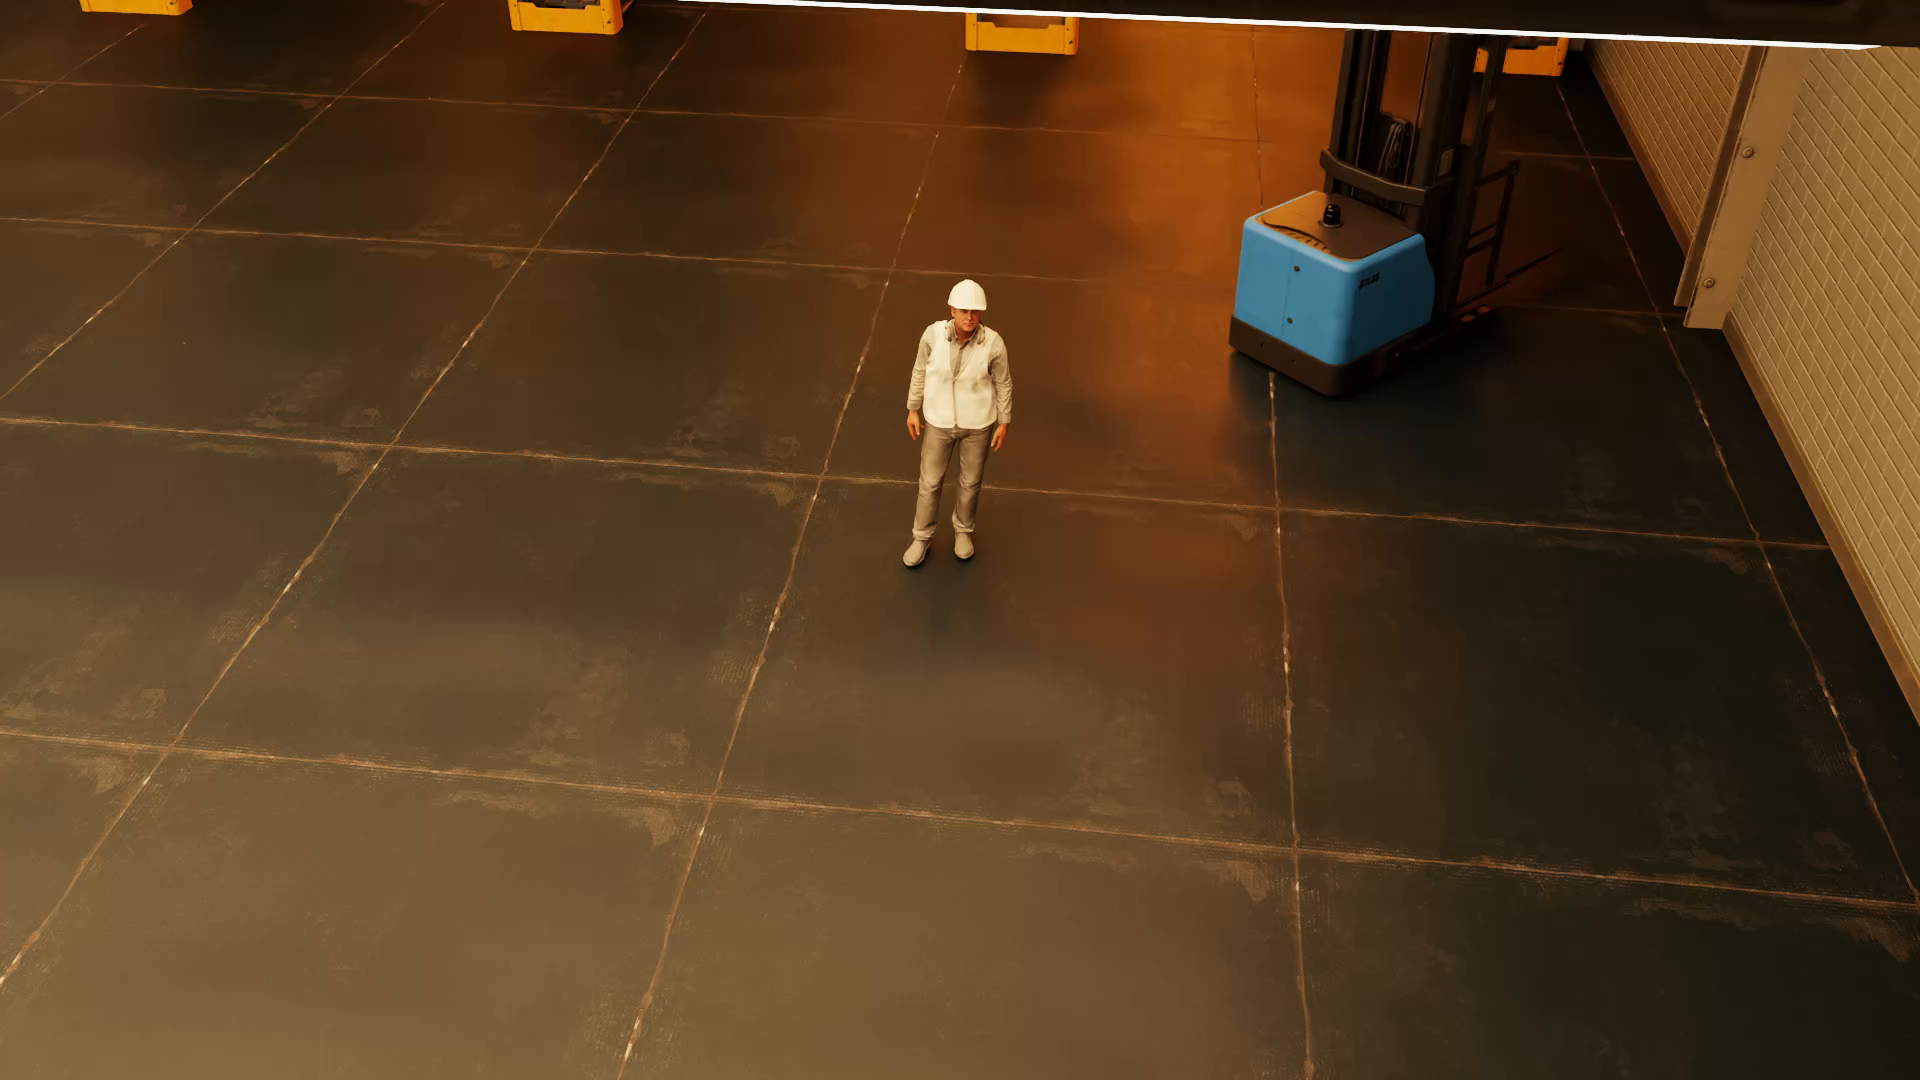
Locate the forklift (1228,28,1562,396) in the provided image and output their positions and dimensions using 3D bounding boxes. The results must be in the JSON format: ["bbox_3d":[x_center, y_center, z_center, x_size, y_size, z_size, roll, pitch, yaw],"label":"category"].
[{"bbox_3d":[3.451,-2.932,12.007,3.031,2.935,1.130,-26,44,-31],"label":"forklift"}]

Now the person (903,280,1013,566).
[{"bbox_3d":[-0.016,-0.684,9.921,0.632,1.773,0.568,4,37,6],"label":"person"}]
